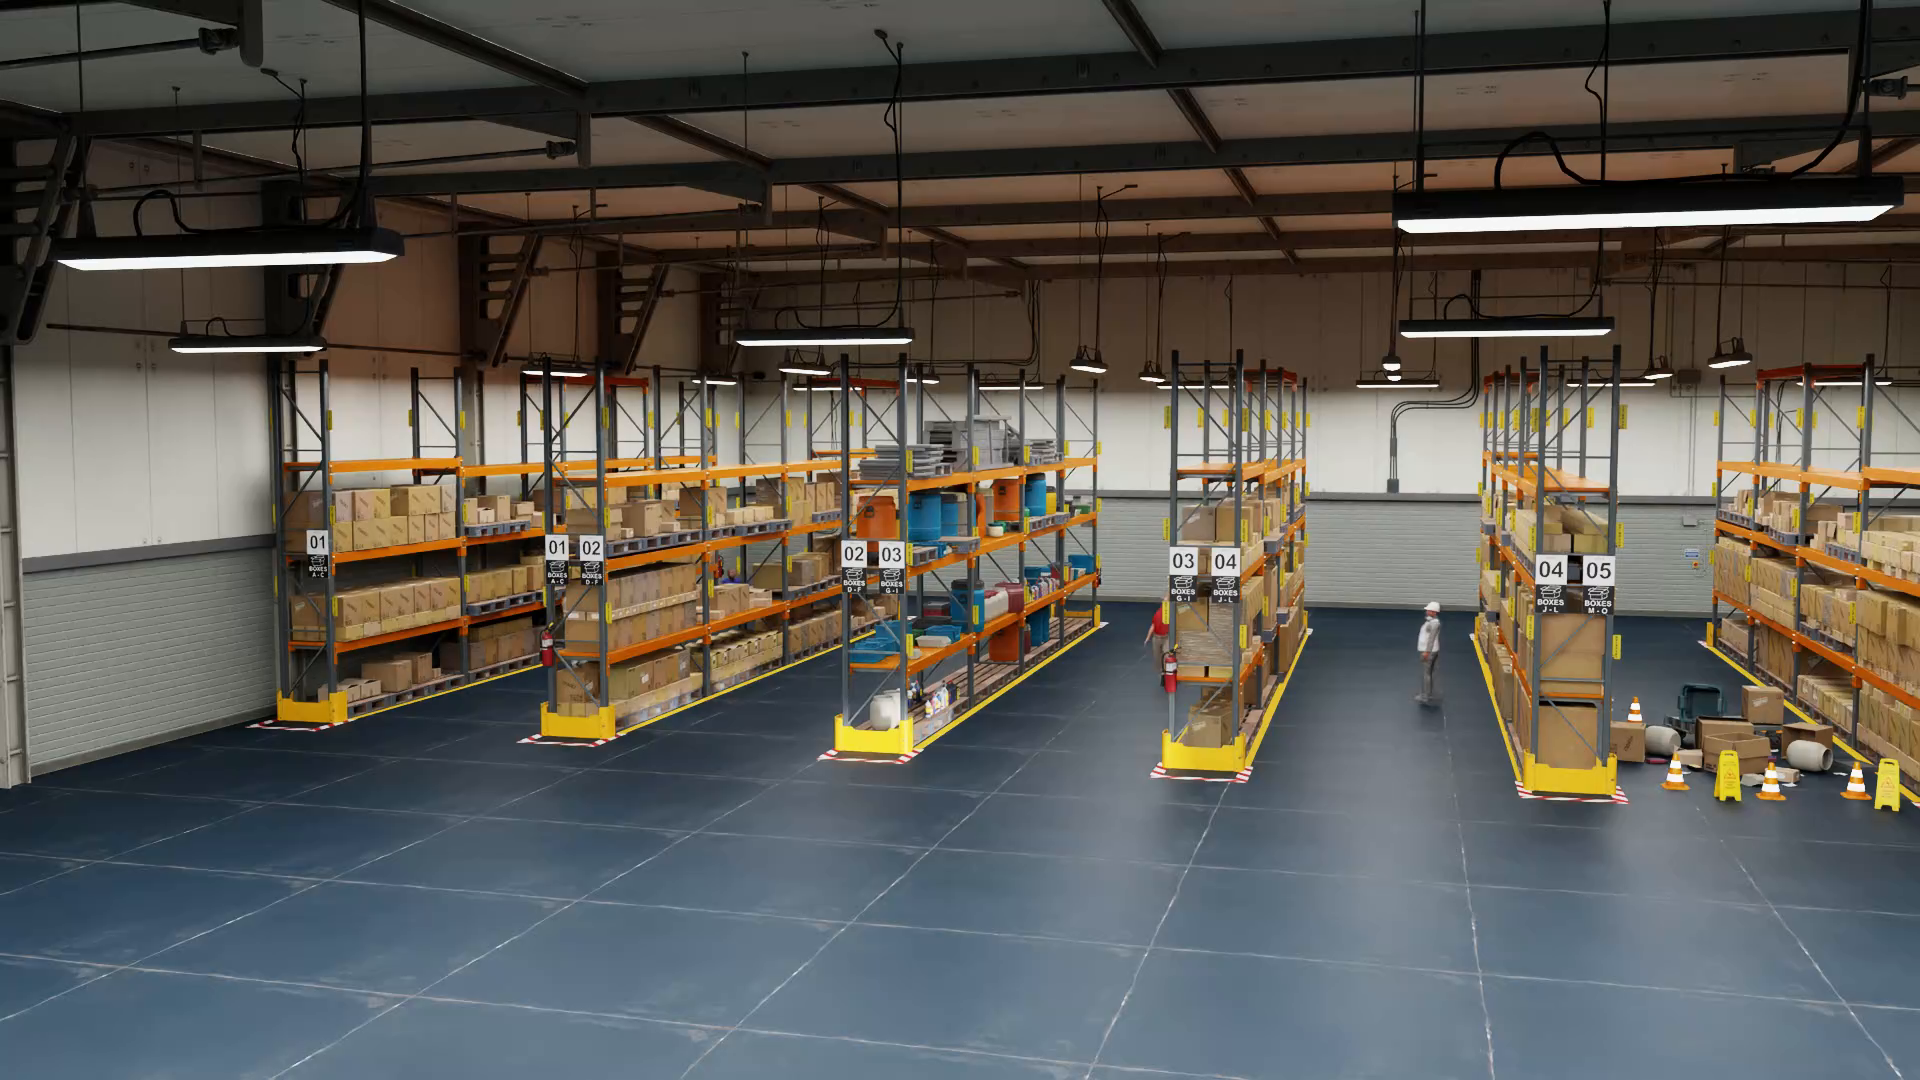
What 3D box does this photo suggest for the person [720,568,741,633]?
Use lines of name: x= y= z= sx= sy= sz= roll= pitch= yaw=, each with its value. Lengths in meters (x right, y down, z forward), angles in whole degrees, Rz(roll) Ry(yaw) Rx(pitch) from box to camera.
person: x=-5.240 y=1.497 z=37.746 sx=0.607 sy=1.504 sz=1.028 roll=1 pitch=4 yaw=15

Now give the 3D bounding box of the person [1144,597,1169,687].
person: x=3.829 y=1.914 z=31.331 sx=0.681 sy=1.674 sz=1.032 roll=1 pitch=4 yaw=19

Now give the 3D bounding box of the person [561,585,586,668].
person: x=-7.683 y=1.719 z=33.517 sx=0.679 sy=1.806 sz=0.436 roll=-4 pitch=6 yaw=-42

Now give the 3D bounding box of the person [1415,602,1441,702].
person: x=8.333 y=1.991 z=29.654 sx=0.476 sy=1.781 sz=0.544 roll=2 pitch=5 yaw=26
